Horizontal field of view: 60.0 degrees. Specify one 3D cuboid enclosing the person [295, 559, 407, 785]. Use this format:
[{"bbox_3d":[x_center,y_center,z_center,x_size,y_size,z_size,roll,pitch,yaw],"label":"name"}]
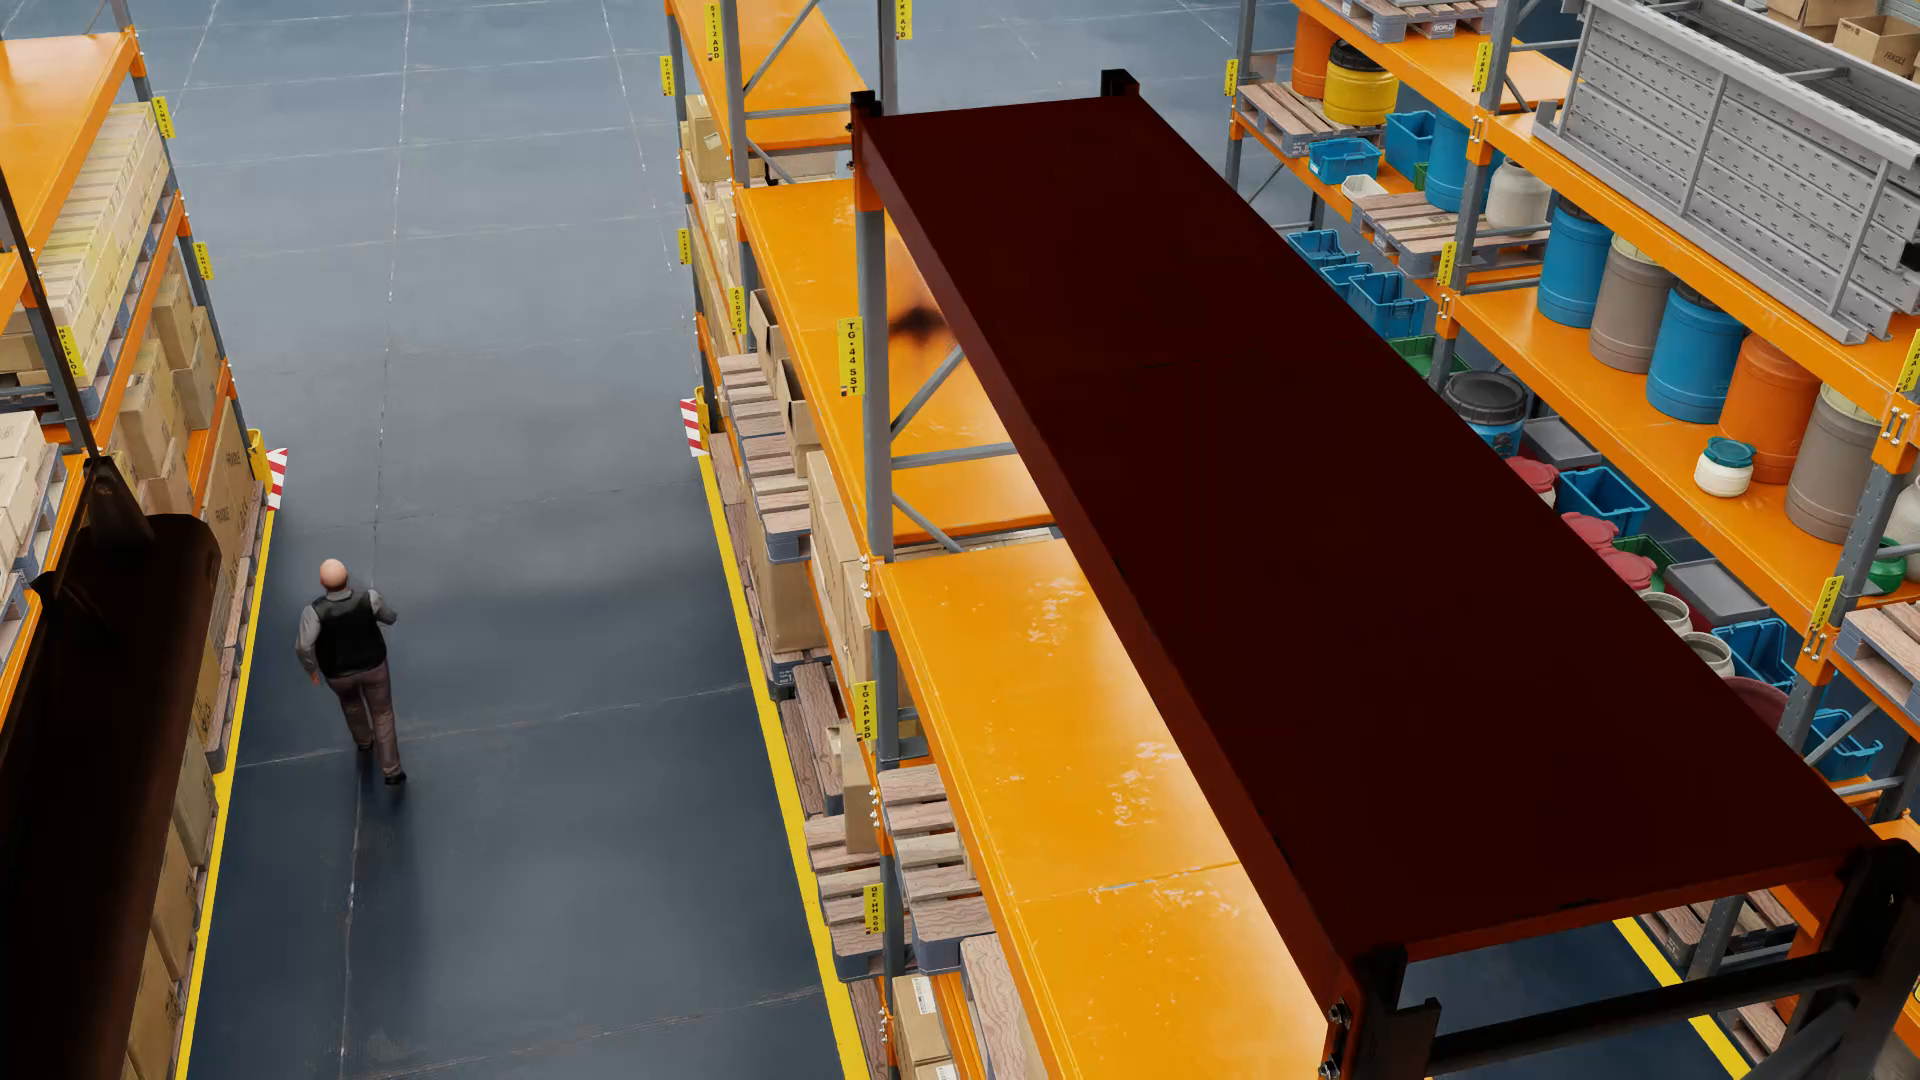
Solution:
[{"bbox_3d":[-4.066,0.897,11.243,0.658,1.778,0.828,-12,36,-17],"label":"person"}]
